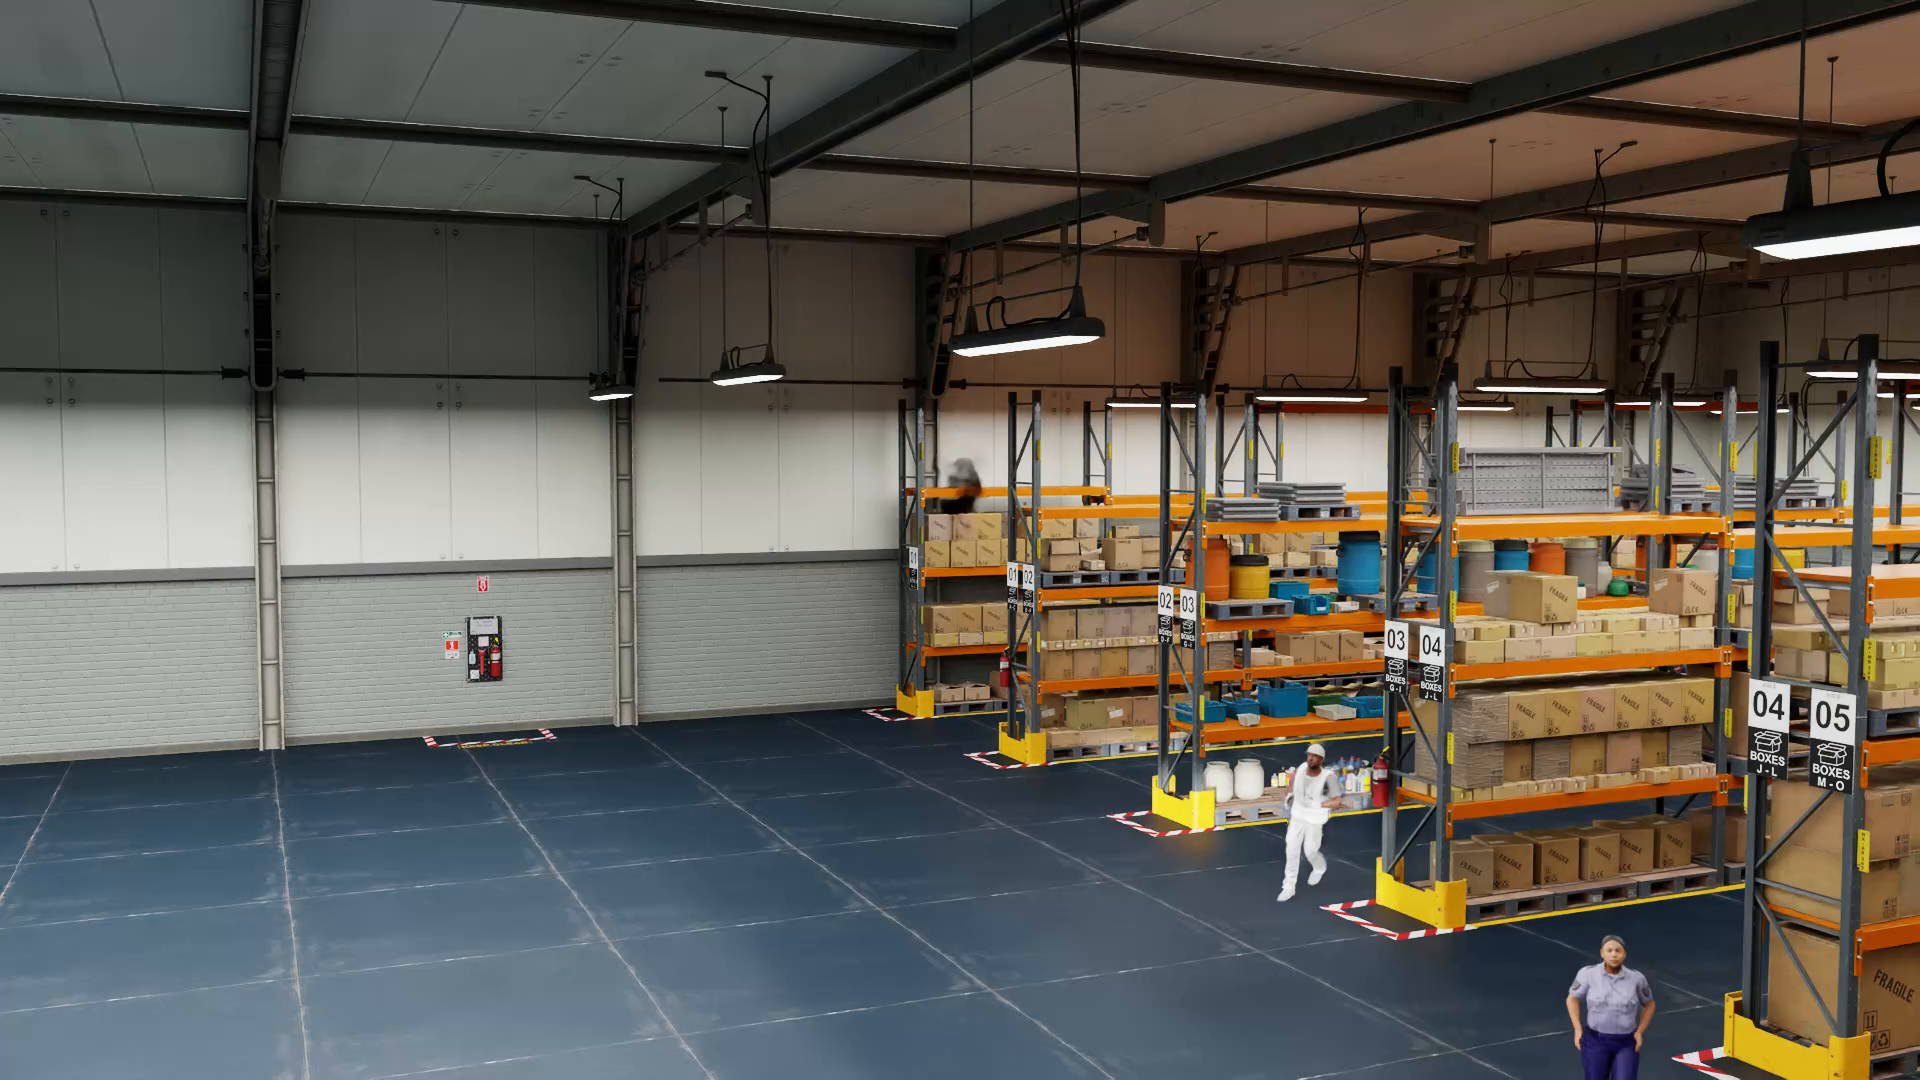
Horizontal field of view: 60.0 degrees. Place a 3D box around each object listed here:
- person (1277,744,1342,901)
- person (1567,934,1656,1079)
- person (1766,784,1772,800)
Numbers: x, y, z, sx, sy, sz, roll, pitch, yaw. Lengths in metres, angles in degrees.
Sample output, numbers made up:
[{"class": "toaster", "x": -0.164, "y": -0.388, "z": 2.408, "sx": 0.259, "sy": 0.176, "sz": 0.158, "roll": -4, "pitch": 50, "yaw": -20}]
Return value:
[{"class": "person", "x": 4.031, "y": 3.192, "z": 18.925, "sx": 0.715, "sy": 1.778, "sz": 0.903, "roll": 3, "pitch": 5, "yaw": 42}, {"class": "person", "x": 4.738, "y": 3.669, "z": 12.104, "sx": 0.610, "sy": 1.600, "sz": 0.586, "roll": 1, "pitch": 3, "yaw": 16}, {"class": "person", "x": 10.761, "y": 3.000, "z": 22.125, "sx": 0.618, "sy": 1.738, "sz": 0.713, "roll": -2, "pitch": 4, "yaw": -35}]
